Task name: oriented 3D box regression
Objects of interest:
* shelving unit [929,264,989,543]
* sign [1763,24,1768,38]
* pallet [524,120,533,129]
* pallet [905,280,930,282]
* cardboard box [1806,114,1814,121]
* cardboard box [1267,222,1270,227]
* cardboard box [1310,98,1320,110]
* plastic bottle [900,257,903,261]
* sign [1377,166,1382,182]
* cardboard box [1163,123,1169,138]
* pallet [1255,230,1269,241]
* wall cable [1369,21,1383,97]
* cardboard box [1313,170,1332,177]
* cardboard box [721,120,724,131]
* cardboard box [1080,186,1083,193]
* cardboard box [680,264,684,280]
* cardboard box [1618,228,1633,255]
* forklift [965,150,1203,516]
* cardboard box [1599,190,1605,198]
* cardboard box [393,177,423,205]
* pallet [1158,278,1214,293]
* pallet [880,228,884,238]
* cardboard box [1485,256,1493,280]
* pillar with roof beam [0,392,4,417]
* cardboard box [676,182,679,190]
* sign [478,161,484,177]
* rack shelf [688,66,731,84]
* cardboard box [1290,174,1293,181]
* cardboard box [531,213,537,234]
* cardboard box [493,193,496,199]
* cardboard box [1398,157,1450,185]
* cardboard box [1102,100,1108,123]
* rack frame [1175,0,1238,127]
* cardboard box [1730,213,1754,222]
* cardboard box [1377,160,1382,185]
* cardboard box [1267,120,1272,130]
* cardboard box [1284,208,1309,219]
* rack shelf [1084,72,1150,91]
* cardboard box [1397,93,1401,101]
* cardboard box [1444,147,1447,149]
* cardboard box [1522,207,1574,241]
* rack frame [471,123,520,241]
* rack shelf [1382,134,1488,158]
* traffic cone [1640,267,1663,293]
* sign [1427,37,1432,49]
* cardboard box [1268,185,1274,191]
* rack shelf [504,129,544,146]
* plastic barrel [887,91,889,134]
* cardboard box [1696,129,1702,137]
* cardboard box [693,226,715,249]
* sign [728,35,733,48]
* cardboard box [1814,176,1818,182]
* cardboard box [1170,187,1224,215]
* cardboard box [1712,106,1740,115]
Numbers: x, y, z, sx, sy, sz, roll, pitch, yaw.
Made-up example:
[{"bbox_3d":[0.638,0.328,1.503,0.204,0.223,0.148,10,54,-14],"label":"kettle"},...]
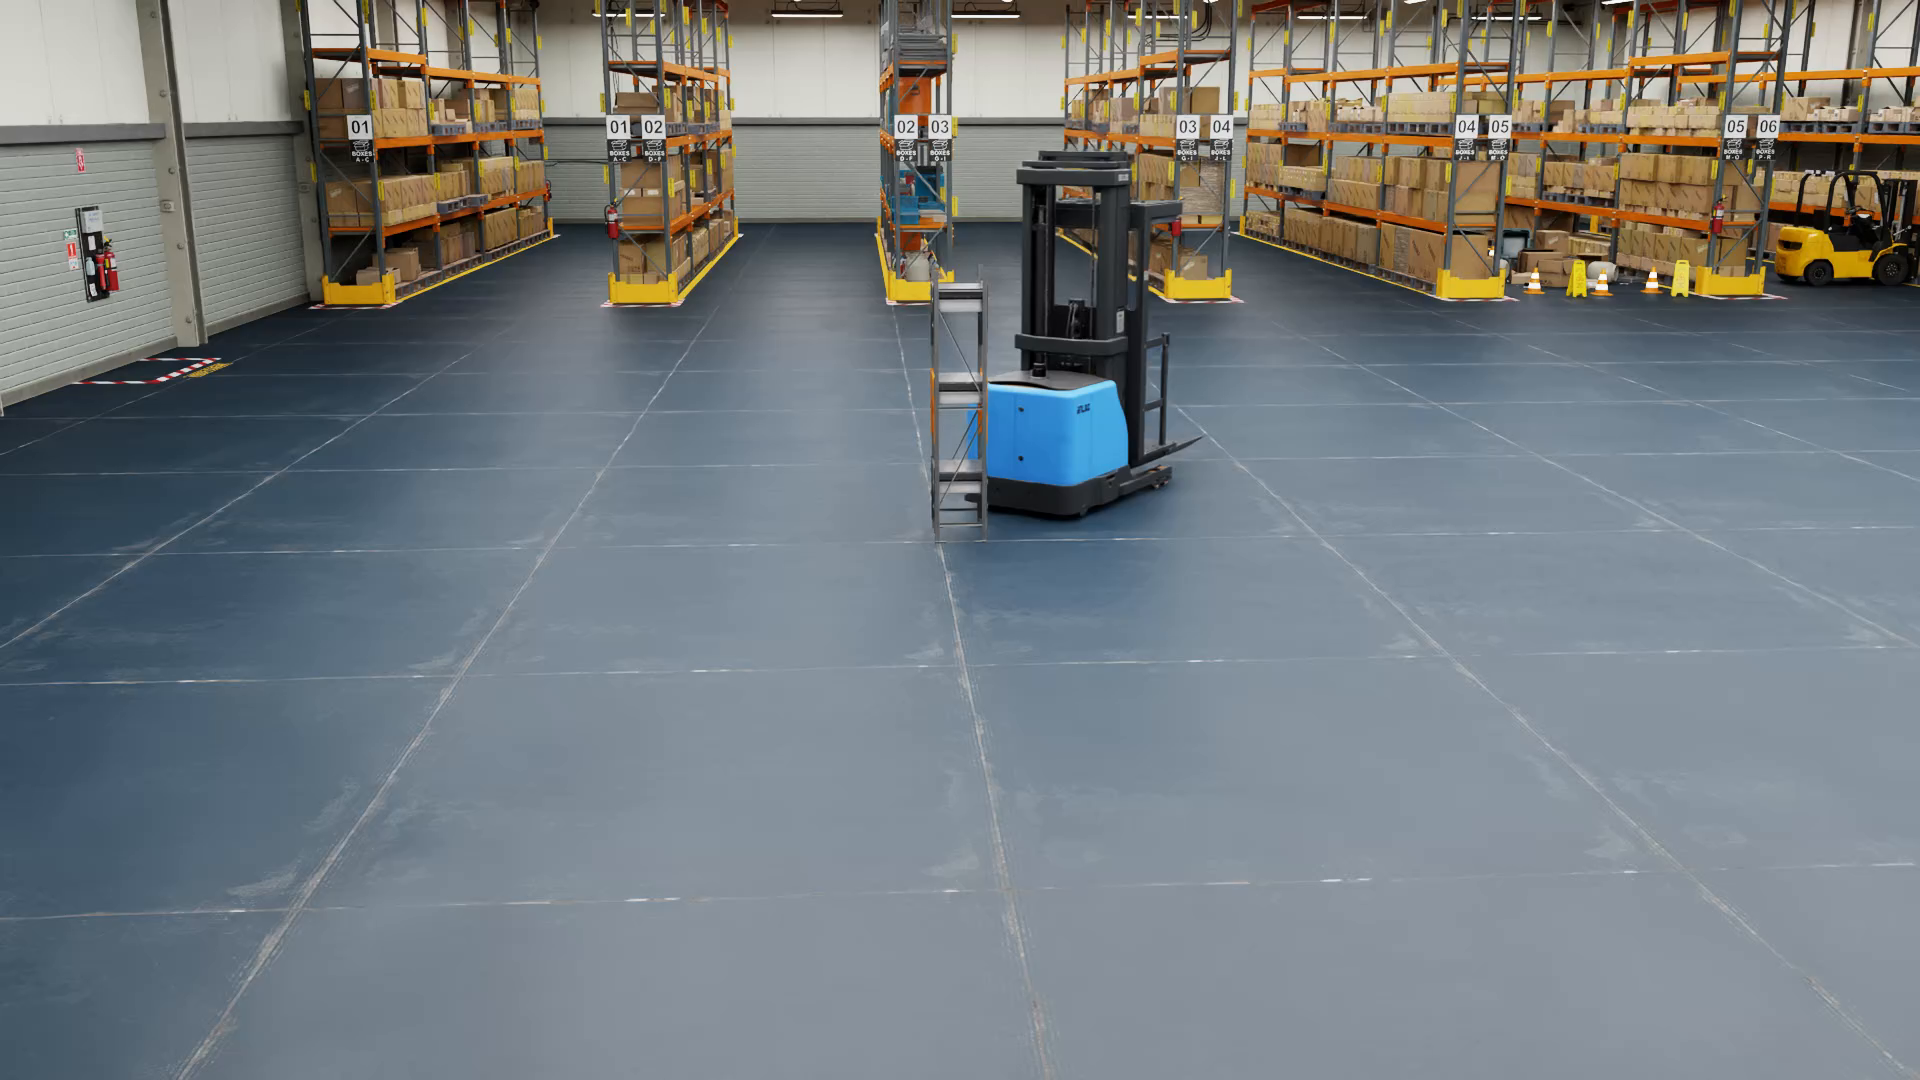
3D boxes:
[{"bbox_3d":[-0.010,-1.058,12.925,0.431,2.100,0.503,-1,14,-3],"label":"shelving unit"},{"bbox_3d":[18.108,-11.432,37.364,0.100,0.325,0.005,-1,14,-3],"label":"sign"},{"bbox_3d":[-11.388,-10.497,41.964,1.003,0.211,1.213,-1,14,-3],"label":"pallet"},{"bbox_3d":[-0.741,-4.620,30.558,1.003,0.211,1.213,-1,14,-3],"label":"pallet"},{"bbox_3d":[18.477,-9.095,35.797,0.380,0.149,0.250,-1,14,-4],"label":"cardboard box"},{"bbox_3d":[8.159,-8.163,43.014,0.380,0.149,0.250,-1,14,-2],"label":"cardboard box"},{"bbox_3d":[8.376,-10.155,38.720,0.396,0.266,0.258,-1,14,-3],"label":"cardboard box"},{"bbox_3d":[-1.127,-5.395,32.568,0.097,0.271,0.097,0,14,0],"label":"plastic bottle"},{"bbox_3d":[8.467,-7.384,33.541,0.100,0.325,0.005,-1,14,-3],"label":"sign"},{"bbox_3d":[3.982,-7.446,30.229,0.500,0.250,0.500,-1,14,-3],"label":"cardboard box"},{"bbox_3d":[8.357,-7.982,43.627,1.003,0.211,1.213,-1,14,-3],"label":"pallet"},{"bbox_3d":[12.565,-14.274,50.445,0.463,3.000,0.029,-1,14,-3],"label":"wall cable"},{"bbox_3d":[8.272,-8.352,37.935,0.380,0.149,0.250,-1,15,-6],"label":"cardboard box"},{"bbox_3d":[-6.142,-10.288,41.273,0.500,0.250,0.500,-1,14,-3],"label":"cardboard box"},{"bbox_3d":[3.210,-8.760,41.557,0.380,0.149,0.250,-1,14,-3],"label":"cardboard box"},{"bbox_3d":[-5.491,-5.056,31.332,0.500,0.250,0.500,-1,14,-3],"label":"cardboard box"},{"bbox_3d":[13.709,-6.058,33.723,0.500,0.500,0.500,0,14,-1],"label":"cardboard box"},{"bbox_3d":[1.251,-1.931,14.651,1.130,2.935,3.031,9,17,31],"label":"forklift"},{"bbox_3d":[13.636,-7.245,34.828,0.380,0.149,0.250,-1,14,-5],"label":"cardboard box"},{"bbox_3d":[-10.385,-6.530,31.141,0.500,0.500,0.500,-1,14,-5],"label":"cardboard box"},{"bbox_3d":[4.280,-4.697,30.860,1.003,0.211,1.213,-1,14,-3],"label":"pallet"},{"bbox_3d":[-1.623,-8.173,44.368,1.003,0.211,1.213,-1,14,-3],"label":"pallet"},{"bbox_3d":[10.129,-5.293,32.590,0.500,0.500,0.500,2,15,6],"label":"cardboard box"},{"bbox_3d":[-6.399,-5.745,17.296,9.100,9.000,0.400,-1,14,-3],"label":"pillar with roof beam"},{"bbox_3d":[-5.544,-6.714,31.600,0.380,0.149,0.250,-1,14,-4],"label":"cardboard box"},{"bbox_3d":[-10.487,-8.120,36.400,0.100,0.325,0.005,-1,14,-3],"label":"sign"},{"bbox_3d":[-6.456,-11.712,41.935,1.077,0.370,4.000,-1,14,-3],"label":"rack shelf"},{"bbox_3d":[8.148,-8.723,39.972,0.380,0.149,0.250,0,14,-1],"label":"cardboard box"},{"bbox_3d":[-11.317,-8.147,42.844,0.700,0.500,0.500,-1,14,-5],"label":"cardboard box"},{"bbox_3d":[-10.923,-7.941,38.335,0.380,0.149,0.250,-1,14,-3],"label":"cardboard box"},{"bbox_3d":[9.147,-7.241,32.681,0.875,0.550,0.550,-1,14,-3],"label":"cardboard box"},{"bbox_3d":[3.553,-9.884,38.360,0.500,0.500,0.500,0,14,0],"label":"cardboard box"},{"bbox_3d":[4.299,-8.732,28.904,1.000,3.000,0.127,-1,14,-3],"label":"rack frame"},{"bbox_3d":[14.376,-5.945,30.618,0.380,0.149,0.250,-1,14,-3],"label":"cardboard box"},{"bbox_3d":[8.972,-7.529,34.060,0.700,0.500,0.500,-1,14,-4],"label":"cardboard box"},{"bbox_3d":[8.161,-10.611,42.528,0.500,0.250,0.500,-1,14,-4],"label":"cardboard box"},{"bbox_3d":[8.295,-8.030,40.886,0.500,0.250,0.500,-2,15,-6],"label":"cardboard box"},{"bbox_3d":[3.680,-10.677,38.709,1.077,0.370,4.000,-1,14,-3],"label":"rack shelf"},{"bbox_3d":[8.724,-8.619,32.347,0.380,0.149,0.250,-1,14,-4],"label":"cardboard box"},{"bbox_3d":[13.010,-10.390,43.879,0.380,0.149,0.250,-1,14,-3],"label":"cardboard box"},{"bbox_3d":[13.735,-7.316,38.864,0.875,0.875,0.875,-1,14,-4],"label":"cardboard box"},{"bbox_3d":[-11.276,-8.581,40.359,1.000,3.000,0.127,-1,14,-3],"label":"rack frame"},{"bbox_3d":[9.132,-7.479,31.500,1.077,0.370,4.000,-1,14,-3],"label":"rack shelf"},{"bbox_3d":[12.876,-4.838,30.900,0.336,0.463,0.334,-1,14,-3],"label":"traffic cone"},{"bbox_3d":[12.645,-13.386,44.800,0.100,0.325,0.005,-1,14,-3],"label":"sign"},{"bbox_3d":[8.141,-9.069,42.759,0.380,0.149,0.250,-2,15,-6],"label":"cardboard box"},{"bbox_3d":[-11.400,-10.183,42.008,1.077,0.370,4.000,-1,14,-3],"label":"rack shelf"},{"bbox_3d":[-1.181,-8.726,33.895,0.600,0.901,0.600,0,14,0],"label":"plastic barrel"},{"bbox_3d":[13.858,-7.523,30.729,0.380,0.149,0.250,0,14,-2],"label":"cardboard box"},{"bbox_3d":[-5.865,-6.914,38.013,0.500,0.500,0.500,-1,14,-5],"label":"cardboard box"},{"bbox_3d":[-6.024,-13.091,43.656,0.100,0.325,0.005,-1,14,-3],"label":"sign"},{"bbox_3d":[18.555,-7.751,35.629,0.380,0.149,0.250,-1,14,-5],"label":"cardboard box"},{"bbox_3d":[4.293,-6.156,30.135,0.875,0.500,0.500,-1,14,-3],"label":"cardboard box"},{"bbox_3d":[13.875,-7.776,30.113,0.380,0.149,0.250,-1,14,-3],"label":"cardboard box"}]
